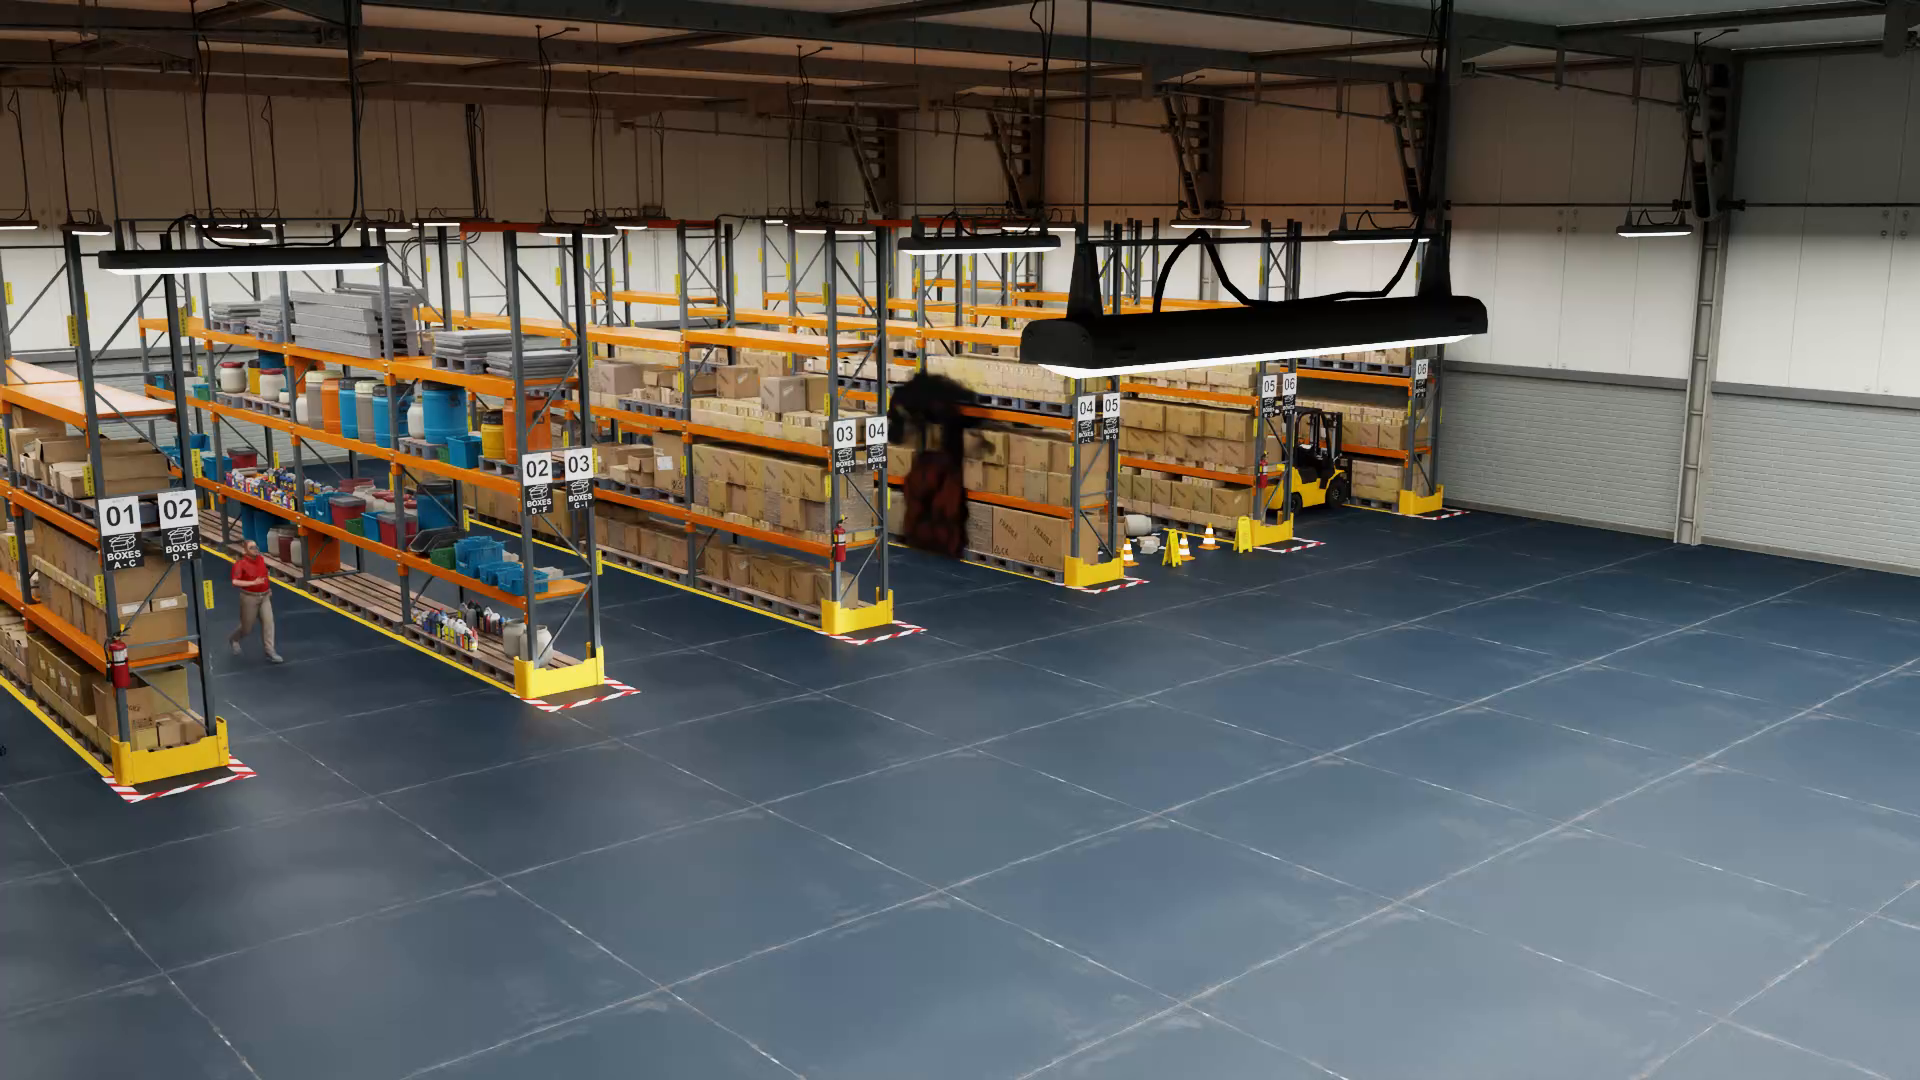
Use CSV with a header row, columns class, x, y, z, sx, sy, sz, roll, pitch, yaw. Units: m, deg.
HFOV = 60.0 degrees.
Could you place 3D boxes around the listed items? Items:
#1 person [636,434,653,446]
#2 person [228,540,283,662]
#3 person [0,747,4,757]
class,x,y,z,sx,sy,sz,roll,pitch,yaw
person,-7.847,-2.803,41.492,0.905,1.683,0.668,0,11,-2
person,-9.911,0.838,23.290,0.926,1.714,0.679,6,13,27
person,-11.558,1.673,19.404,0.791,1.699,0.639,10,15,41
